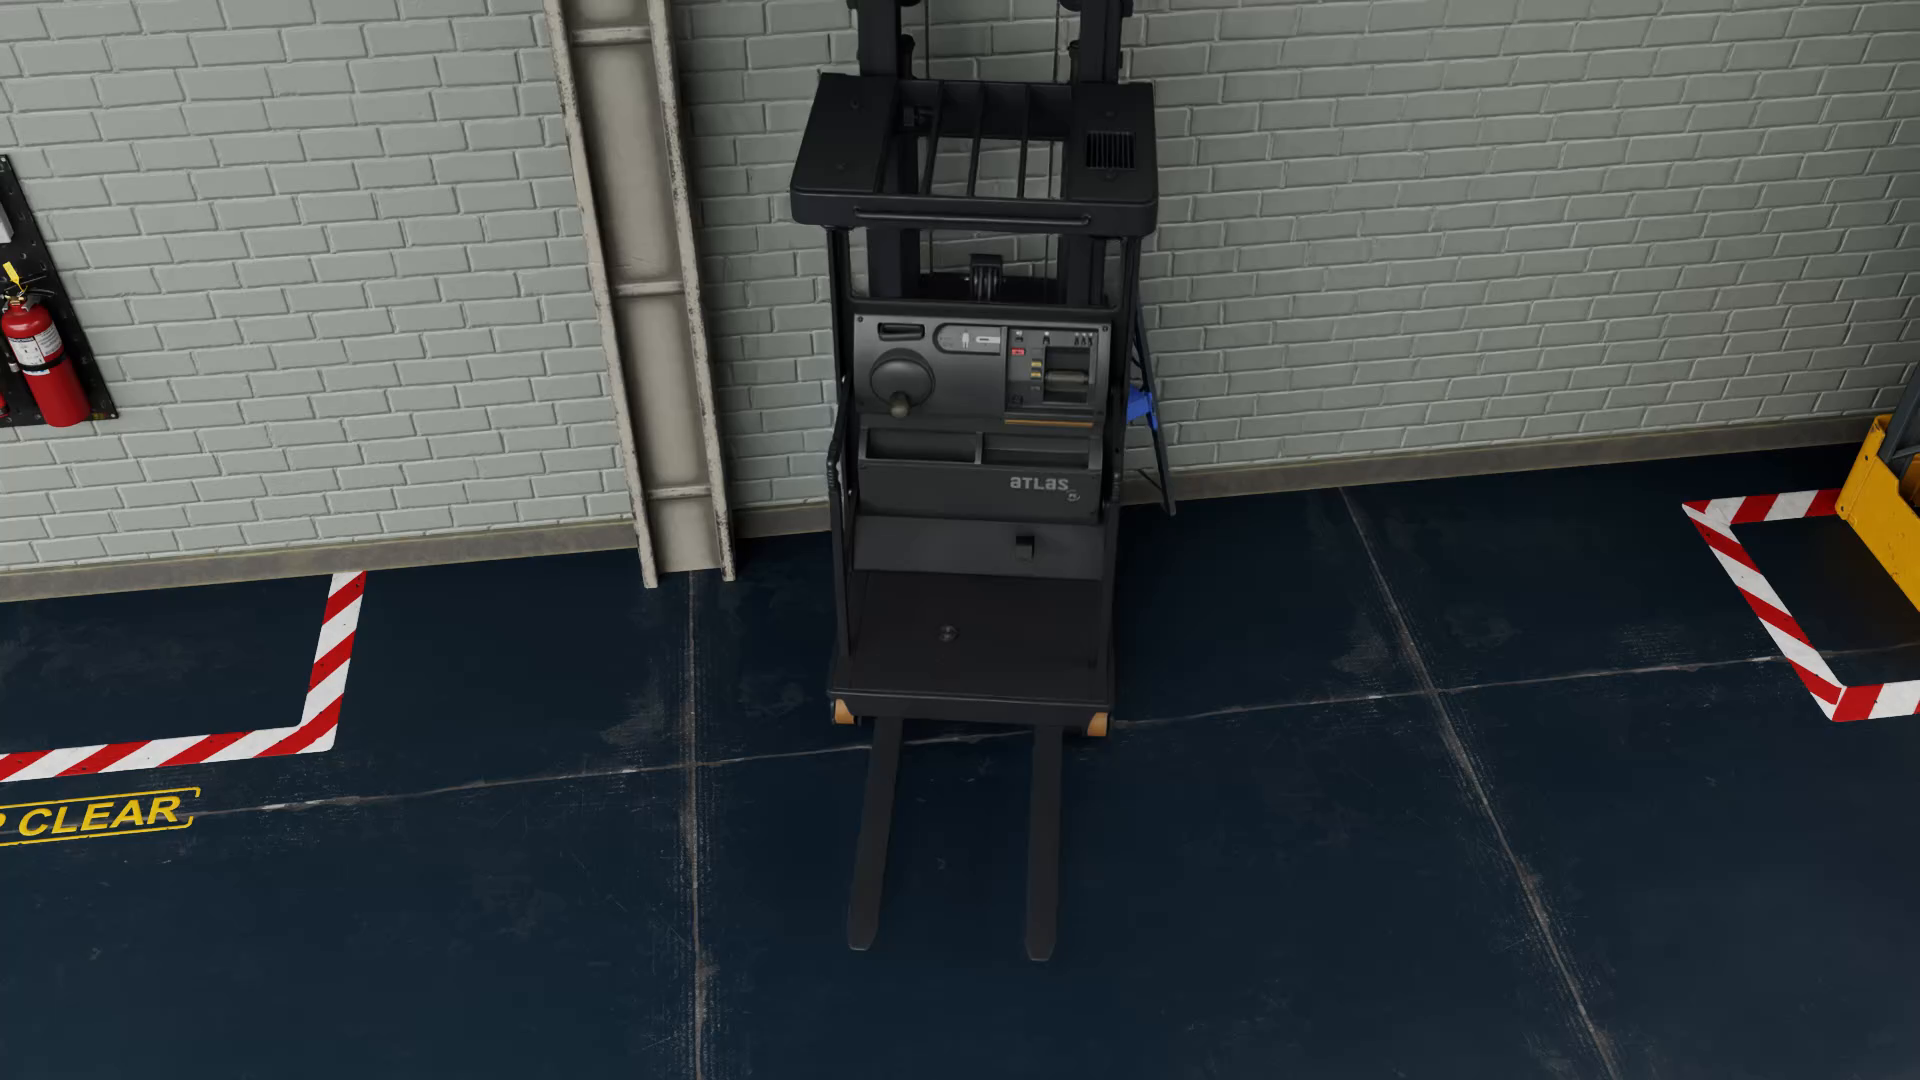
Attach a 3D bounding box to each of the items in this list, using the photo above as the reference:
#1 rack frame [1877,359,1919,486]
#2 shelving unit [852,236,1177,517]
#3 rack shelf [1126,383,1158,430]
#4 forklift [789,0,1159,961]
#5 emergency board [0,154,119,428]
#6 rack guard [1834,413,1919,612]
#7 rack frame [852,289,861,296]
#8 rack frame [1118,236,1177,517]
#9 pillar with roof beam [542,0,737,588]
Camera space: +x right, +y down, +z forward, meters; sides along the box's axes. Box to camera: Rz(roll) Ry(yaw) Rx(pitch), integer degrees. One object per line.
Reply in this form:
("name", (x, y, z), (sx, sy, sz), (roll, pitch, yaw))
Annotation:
("rack frame", (4.173, -0.909, 6.234), (0.127, 3.000, 1.000), (-5, 42, -6))
("shelving unit", (0.241, -0.607, 7.035), (1.048, 1.500, 0.538), (-25, 37, -13))
("rack shelf", (0.278, -0.466, 7.140), (1.000, 0.185, 0.538), (-25, 37, -13))
("forklift", (0.066, -0.541, 5.876), (1.130, 2.935, 3.031), (3, 42, 3))
("emergency board", (-3.649, -0.834, 6.150), (0.643, 1.169, 0.194), (-5, 42, -6))
("rack guard", (4.249, 0.012, 7.078), (0.348, 0.500, 1.175), (-5, 42, -6))
("rack frame", (-0.209, -0.400, 6.919), (0.032, 1.500, 0.500), (-25, 37, -13))
("rack frame", (0.690, -0.814, 7.152), (0.032, 1.500, 0.500), (-25, 37, -13))
("pillar with roof beam", (-0.636, -0.392, 1.181), (0.400, 9.000, 9.100), (-5, 42, -6))
